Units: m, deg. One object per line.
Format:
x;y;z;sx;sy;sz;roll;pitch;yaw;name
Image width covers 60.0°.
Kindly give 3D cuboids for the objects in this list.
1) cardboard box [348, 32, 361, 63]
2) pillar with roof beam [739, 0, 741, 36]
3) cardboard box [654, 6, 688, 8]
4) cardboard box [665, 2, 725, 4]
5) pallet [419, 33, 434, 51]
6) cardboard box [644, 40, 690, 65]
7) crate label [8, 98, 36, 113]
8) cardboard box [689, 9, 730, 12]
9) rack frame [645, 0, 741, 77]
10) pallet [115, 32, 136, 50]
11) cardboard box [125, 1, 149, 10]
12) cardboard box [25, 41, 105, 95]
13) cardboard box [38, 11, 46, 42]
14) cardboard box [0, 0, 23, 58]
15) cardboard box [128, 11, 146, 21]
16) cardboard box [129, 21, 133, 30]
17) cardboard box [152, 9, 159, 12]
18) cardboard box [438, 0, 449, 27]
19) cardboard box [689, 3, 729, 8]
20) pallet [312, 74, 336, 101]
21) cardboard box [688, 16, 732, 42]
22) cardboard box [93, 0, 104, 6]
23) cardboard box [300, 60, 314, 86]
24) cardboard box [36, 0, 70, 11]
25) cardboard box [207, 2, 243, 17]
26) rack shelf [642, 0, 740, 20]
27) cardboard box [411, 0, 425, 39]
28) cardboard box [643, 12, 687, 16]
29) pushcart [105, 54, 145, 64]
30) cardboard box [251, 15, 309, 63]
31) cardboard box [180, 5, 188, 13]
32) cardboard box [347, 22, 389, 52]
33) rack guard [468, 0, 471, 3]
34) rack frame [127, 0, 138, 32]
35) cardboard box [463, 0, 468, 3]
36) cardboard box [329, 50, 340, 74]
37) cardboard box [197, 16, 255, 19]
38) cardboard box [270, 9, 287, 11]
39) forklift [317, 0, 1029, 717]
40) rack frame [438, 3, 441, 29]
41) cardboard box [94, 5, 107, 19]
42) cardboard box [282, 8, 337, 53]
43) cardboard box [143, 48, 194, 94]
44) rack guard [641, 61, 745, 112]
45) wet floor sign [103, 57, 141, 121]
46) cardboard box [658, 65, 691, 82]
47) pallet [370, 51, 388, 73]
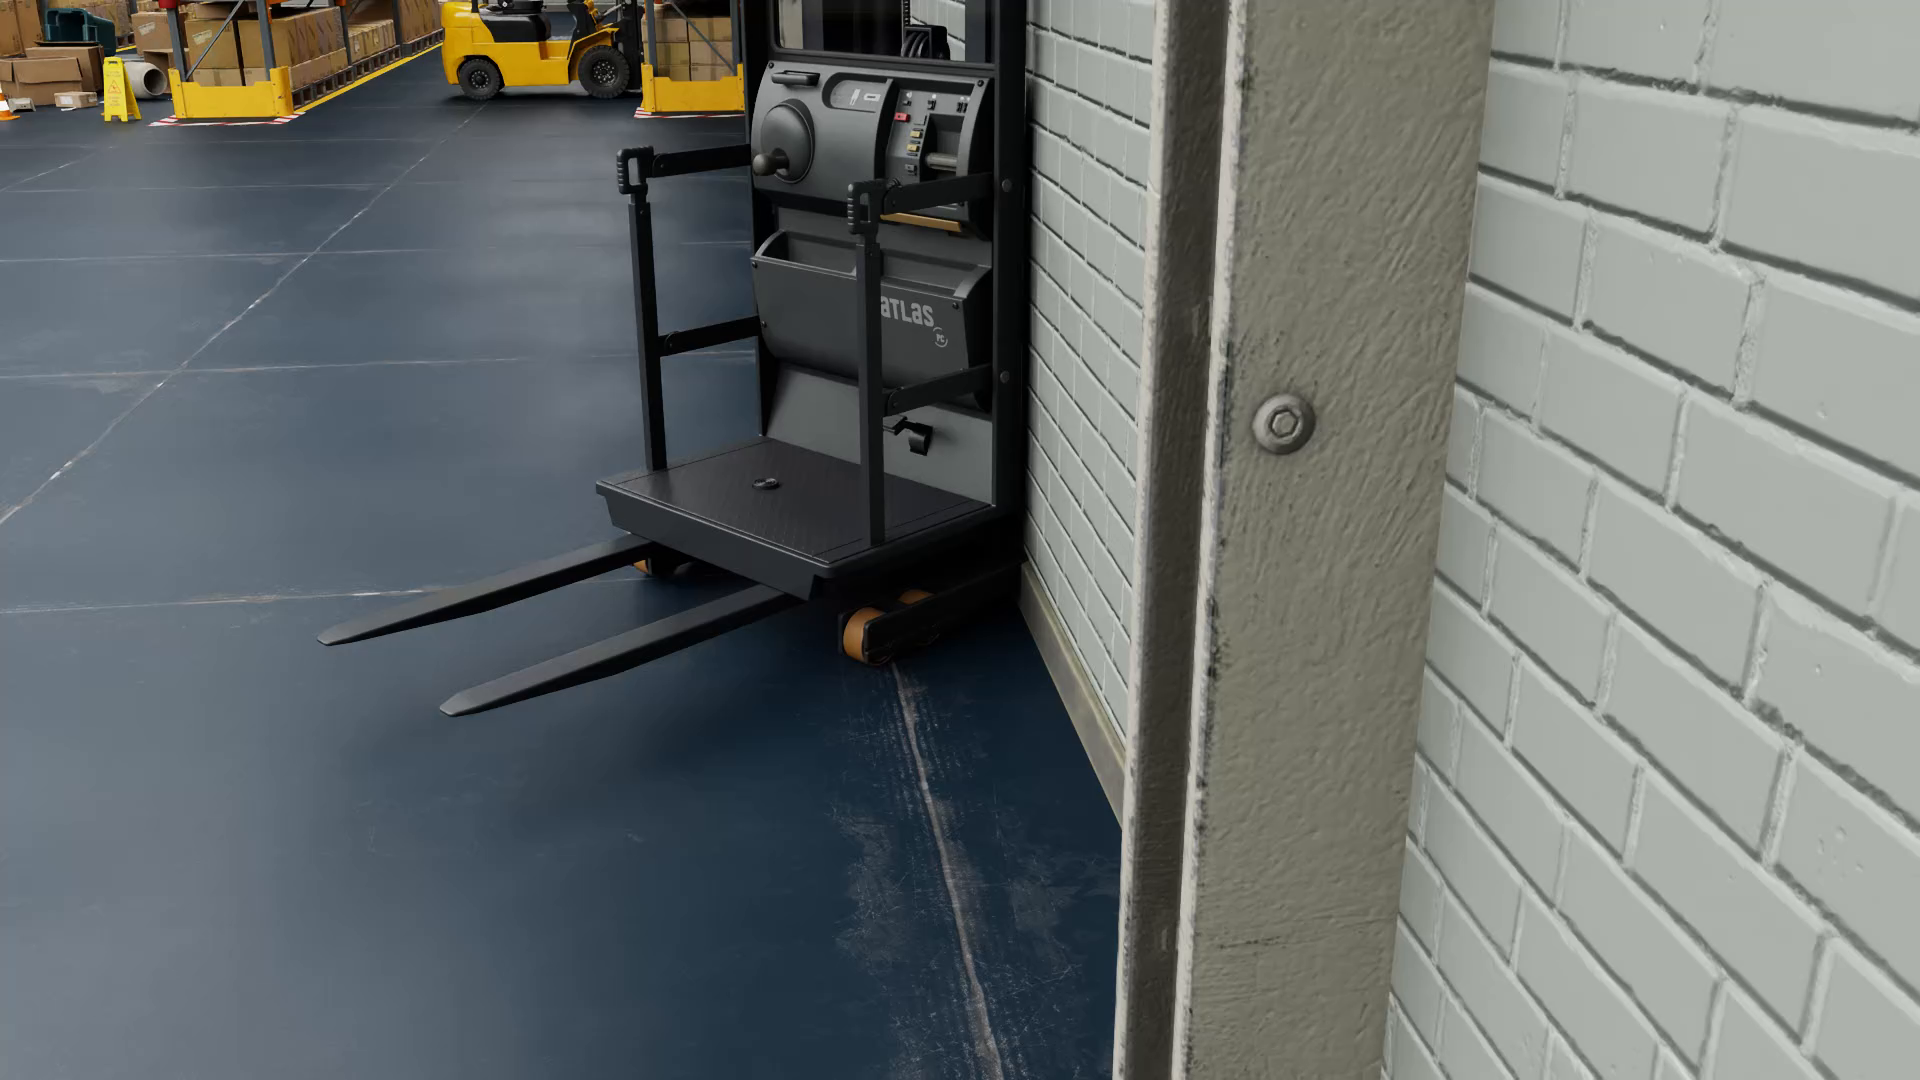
-8.510;-6.519;22.040;0.950;0.372;0.625;-3;21;-7;cardboard box
-8.143;-13.273;28.393;9.100;9.000;0.400;-3;21;-8;pillar with roof beam
-3.698;-6.640;21.108;0.500;0.250;0.500;-3;21;-8;cardboard box
-3.919;-7.651;24.706;0.875;0.625;0.625;-2;21;-6;cardboard box
-9.221;-8.149;27.233;1.003;0.211;1.213;-3;21;-8;pallet
-3.324;-5.534;18.862;0.500;0.250;0.500;-3;21;-8;cardboard box
-10.418;-4.825;18.440;0.250;0.136;0.298;-15;25;-35;crate label
-3.031;-6.316;20.241;0.500;0.250;0.500;-3;21;-9;cardboard box
-2.944;-6.239;18.133;1.000;3.000;0.127;-3;21;-8;rack frame
-14.356;-8.282;27.588;1.003;0.211;1.213;-3;21;-8;pallet
-14.380;-9.310;28.981;0.380;0.149;0.250;-3;21;-9;cardboard box
-10.757;-5.685;20.025;0.797;0.637;0.503;-3;21;-8;cardboard box
-13.742;-7.756;25.167;0.500;0.500;0.500;-4;21;-10;cardboard box
-13.765;-7.097;23.047;1.050;0.750;0.750;-3;21;-7;cardboard box
-14.205;-9.000;28.574;0.380;0.149;0.250;-2;21;-5;cardboard box
-14.204;-8.861;28.628;0.380;0.149;0.250;-4;21;-10;cardboard box
-14.453;-9.355;29.526;0.380;0.149;0.250;-2;21;-5;cardboard box
-9.570;-9.361;29.555;0.875;0.438;0.875;-3;21;-9;cardboard box
-3.259;-6.840;21.644;0.500;0.250;0.500;-3;21;-7;cardboard box
-8.121;-5.412;19.904;1.003;0.211;1.213;-3;21;-8;pallet
-2.826;-5.792;18.837;0.500;0.250;0.500;-3;21;-9;cardboard box
-13.961;-8.628;26.431;0.500;0.250;0.500;-4;21;-10;cardboard box
-7.765;-5.366;19.126;0.500;0.250;0.500;-2;21;-6;cardboard box
-13.753;-8.100;25.018;0.500;0.250;0.500;-4;21;-10;cardboard box
-8.382;-6.026;18.894;0.380;0.149;0.250;-3;21;-7;cardboard box
-3.233;-6.594;20.113;1.077;0.370;4.000;-3;21;-8;rack shelf
-9.151;-8.511;26.653;0.875;0.875;0.875;-3;21;-7;cardboard box
-3.482;-6.110;19.689;0.500;0.250;0.500;-3;21;-7;cardboard box
-10.681;-6.011;21.272;1.648;0.377;0.936;-11;23;-26;pushcart
-7.782;-5.729;19.027;0.500;0.500;0.500;-4;21;-10;cardboard box
-14.611;-9.895;30.970;0.380;0.149;0.250;-4;21;-10;cardboard box
-8.823;-7.272;24.054;0.950;0.372;0.625;-3;21;-9;cardboard box
-10.166;-10.364;32.751;1.175;0.500;0.348;-3;21;-8;rack guard
-14.469;-9.857;27.821;1.000;3.000;0.127;-3;21;-8;rack frame
-9.968;-10.300;32.068;0.875;0.438;0.875;-4;21;-10;cardboard box
-7.995;-5.906;20.571;0.500;0.250;0.500;-3;21;-9;cardboard box
-8.308;-5.692;18.927;0.500;0.500;0.500;-2;21;-6;cardboard box
-8.526;-6.229;20.366;0.500;0.500;0.500;-2;21;-6;cardboard box
-0.425;-1.214;4.776;1.130;2.935;3.031;18;27;40;forklift
-9.586;-10.142;28.583;1.000;3.000;0.127;-3;21;-8;rack frame
-13.970;-8.284;26.581;0.500;0.500;0.500;-3;21;-9;cardboard box
-8.006;-6.265;20.460;0.500;0.500;0.500;-3;21;-7;cardboard box
-9.624;-5.763;20.427;0.500;0.500;0.500;12;24;29;cardboard box
-2.941;-5.060;18.548;1.175;0.500;0.348;-3;21;-8;rack guard
-8.887;-4.765;17.551;0.267;0.644;0.232;4;21;11;wet floor sign
-3.325;-5.294;18.934;0.500;0.250;0.500;-3;21;-7;cardboard box
-8.725;-6.759;23.510;1.003;0.211;1.213;-3;21;-8;pallet
